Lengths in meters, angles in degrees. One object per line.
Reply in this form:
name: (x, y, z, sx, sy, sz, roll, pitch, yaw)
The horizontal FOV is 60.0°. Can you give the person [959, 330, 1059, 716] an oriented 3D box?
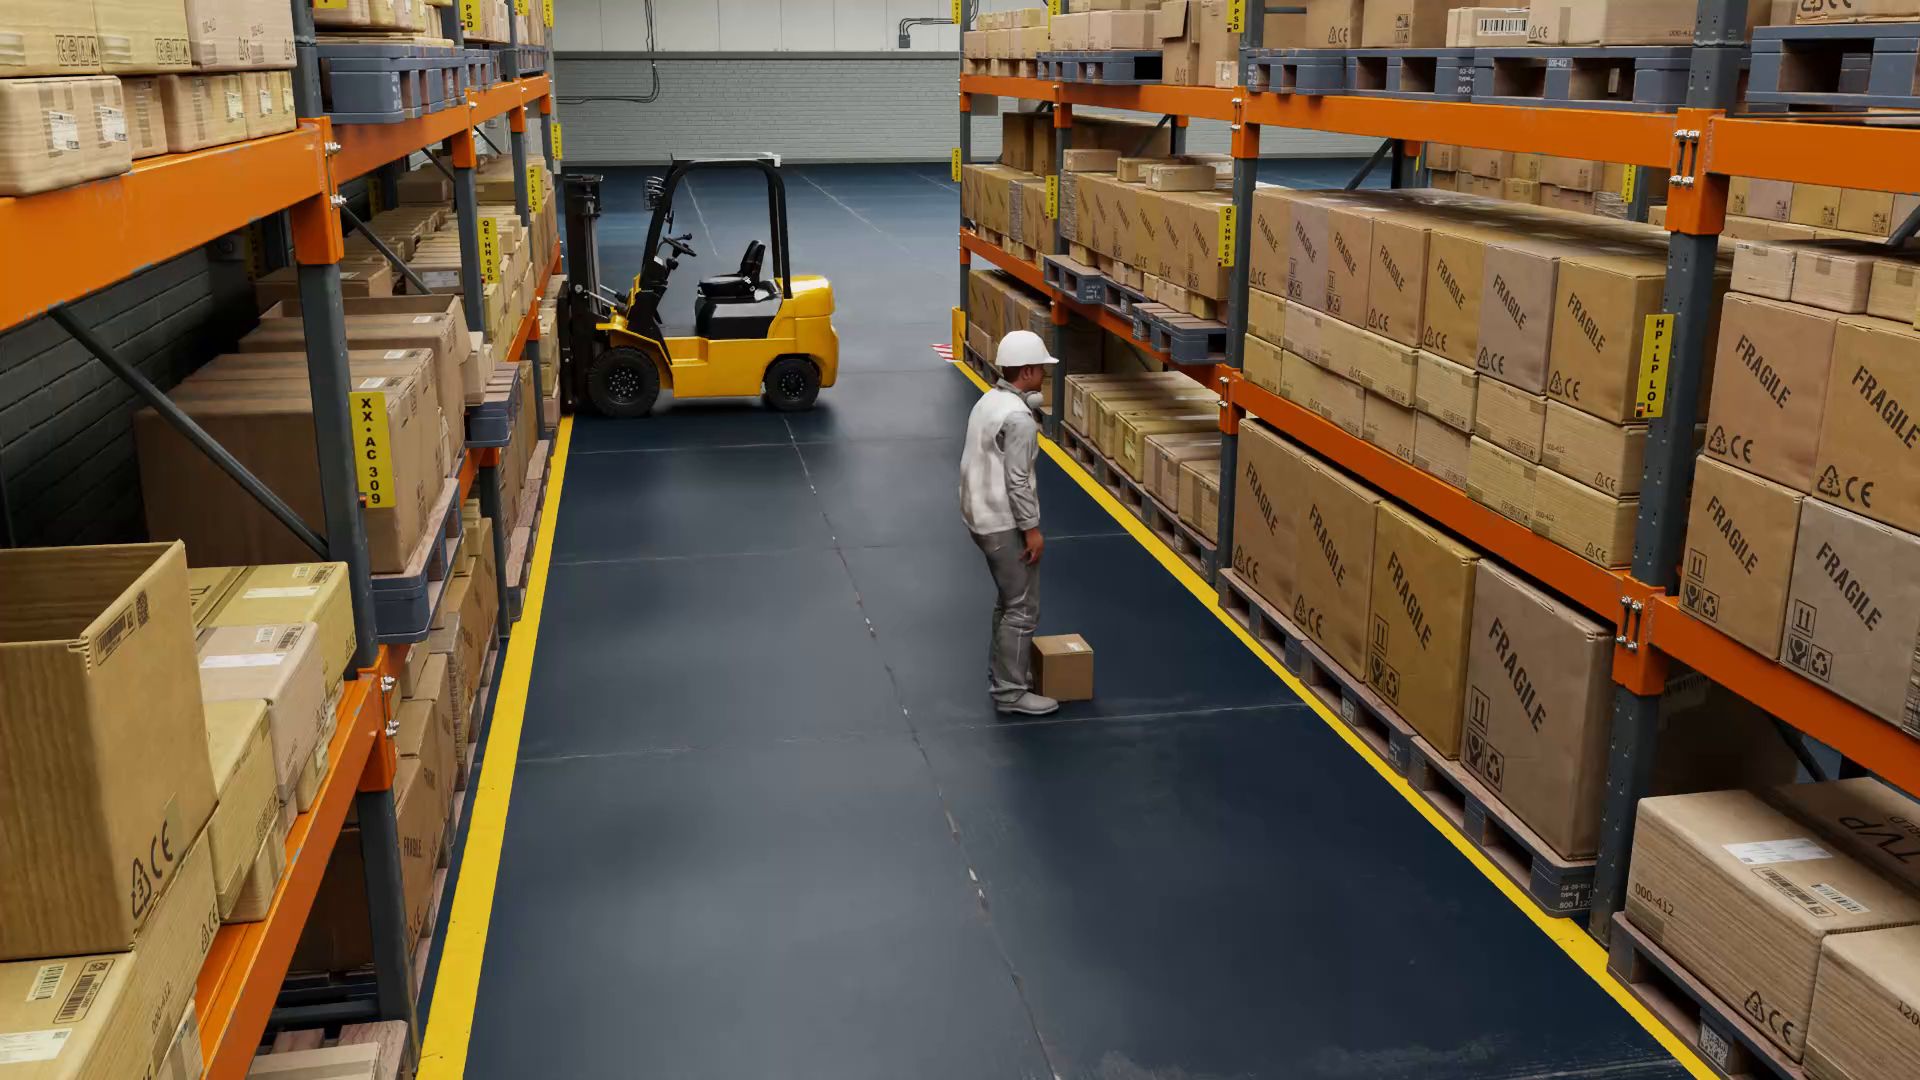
person: (0.240, -0.095, 7.813, 0.470, 1.772, 0.594, -4, 17, -14)
